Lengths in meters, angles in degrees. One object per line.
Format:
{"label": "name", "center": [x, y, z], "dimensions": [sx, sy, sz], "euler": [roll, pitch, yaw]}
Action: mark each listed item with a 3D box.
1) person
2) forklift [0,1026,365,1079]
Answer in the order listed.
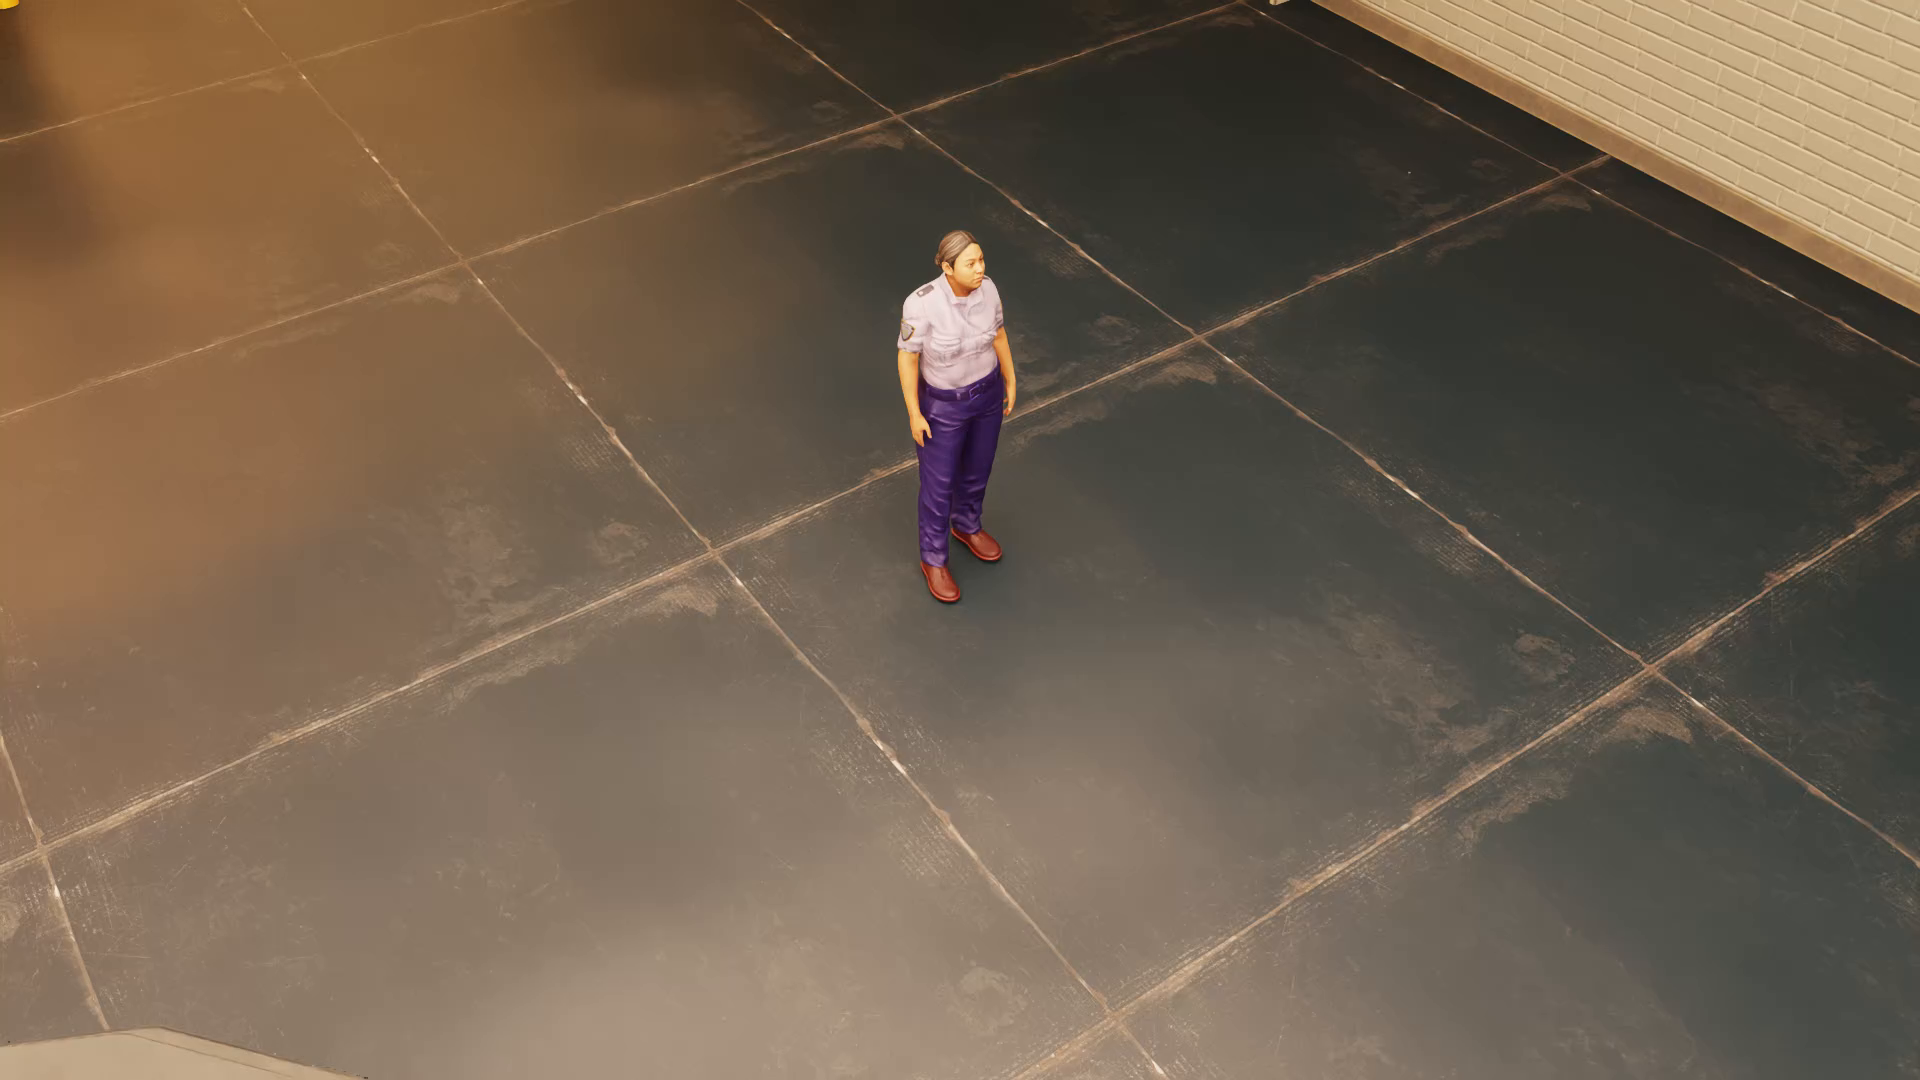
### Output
{"label": "person", "center": [0.032, -0.552, 7.251], "dimensions": [0.598, 1.651, 0.502], "euler": [-25, 48, -25]}
{"label": "forklift", "center": [-1.369, 2.388, 3.125], "dimensions": [1.130, 2.935, 3.031], "euler": [10, 44, 11]}
